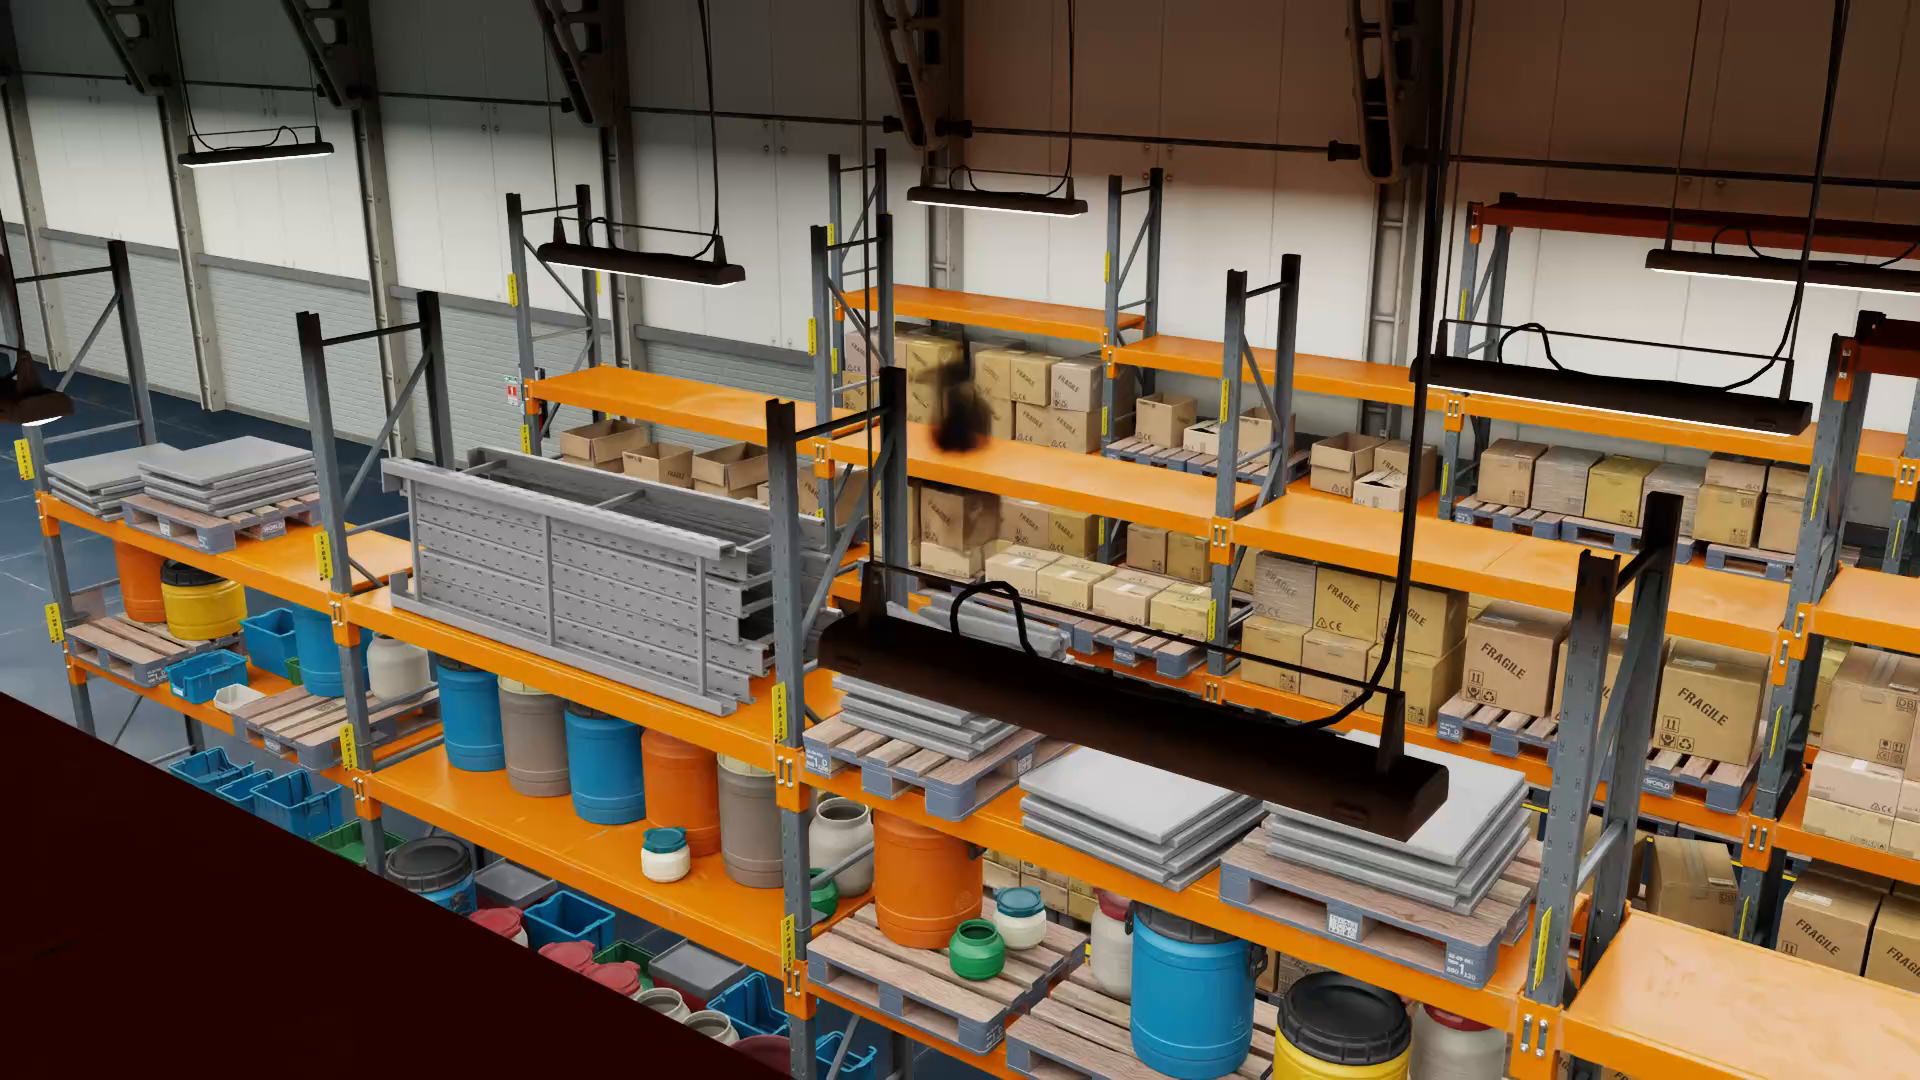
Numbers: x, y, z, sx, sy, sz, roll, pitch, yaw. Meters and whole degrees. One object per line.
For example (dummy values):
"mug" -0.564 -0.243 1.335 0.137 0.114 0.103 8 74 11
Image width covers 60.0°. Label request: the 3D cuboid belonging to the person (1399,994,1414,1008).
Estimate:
"person" 2.839 3.576 11.742 0.695 1.728 0.634 10 21 27
